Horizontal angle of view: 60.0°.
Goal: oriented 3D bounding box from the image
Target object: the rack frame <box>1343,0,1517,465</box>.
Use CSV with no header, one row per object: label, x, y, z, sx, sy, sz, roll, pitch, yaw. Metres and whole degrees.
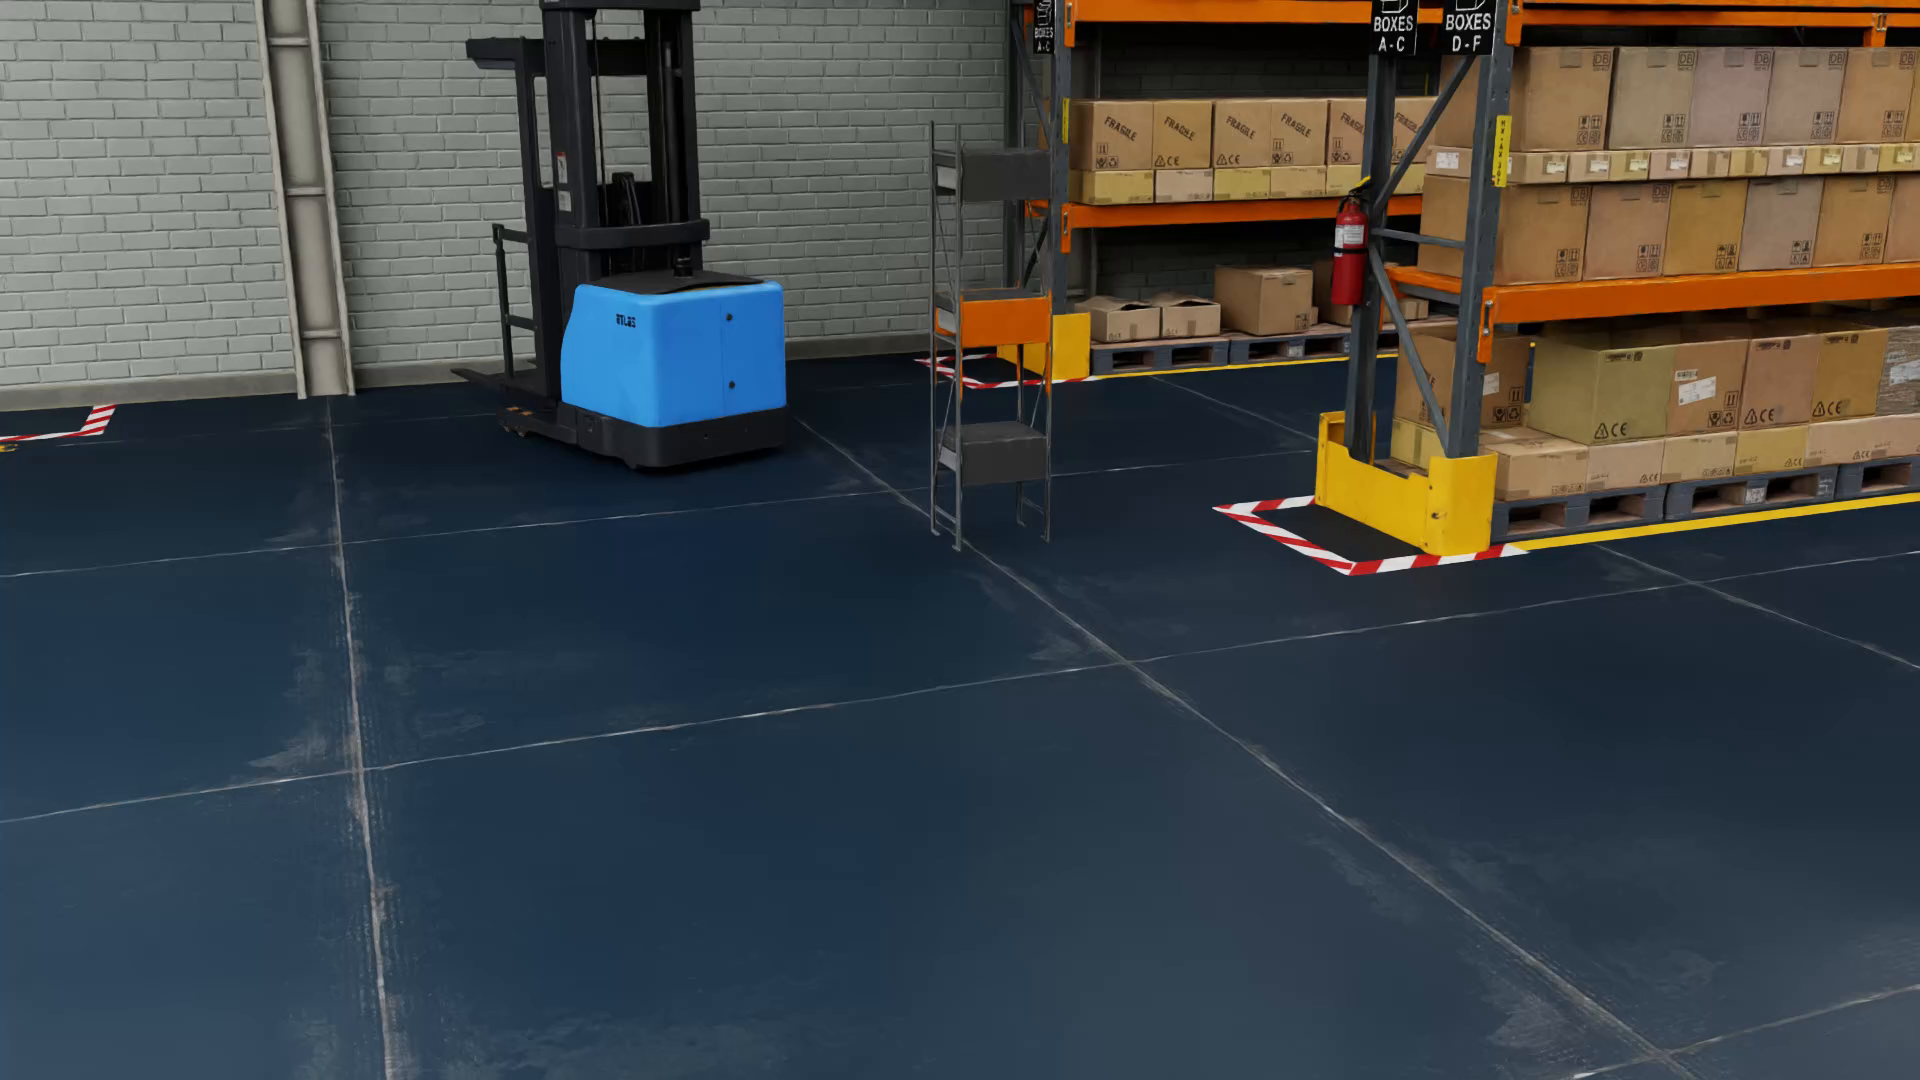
rack frame,2.359,-1.525,8.469,0.127,3.000,1.000,-6,17,-20

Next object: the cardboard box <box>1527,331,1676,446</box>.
cardboard box,3.406,-0.814,8.850,0.500,0.500,0.500,-6,17,-20

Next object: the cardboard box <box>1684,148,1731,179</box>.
cardboard box,3.766,-1.972,8.661,0.250,0.149,0.380,-7,18,-22

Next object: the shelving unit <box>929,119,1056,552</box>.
shelving unit,0.155,-1.024,8.359,0.503,2.100,0.431,-6,17,-20

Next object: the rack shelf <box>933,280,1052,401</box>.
rack shelf,0.155,-1.011,8.363,0.480,0.518,0.431,-6,17,-20

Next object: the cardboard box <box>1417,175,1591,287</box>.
cardboard box,2.800,-1.617,8.604,0.500,0.500,0.700,-6,17,-20

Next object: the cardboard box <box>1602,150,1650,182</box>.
cardboard box,3.281,-1.920,8.483,0.250,0.149,0.380,-6,17,-20

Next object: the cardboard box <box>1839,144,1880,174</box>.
cardboard box,4.731,-2.076,9.017,0.250,0.149,0.380,-6,17,-18

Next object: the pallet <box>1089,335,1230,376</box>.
pallet,1.425,-1.571,13.572,1.213,0.211,1.003,-6,17,-20

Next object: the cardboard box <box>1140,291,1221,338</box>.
cardboard box,1.794,-1.853,13.575,0.500,0.311,0.500,-5,17,-15

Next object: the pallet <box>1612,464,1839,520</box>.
pallet,4.196,-0.398,9.577,1.213,0.211,1.003,-6,17,-20

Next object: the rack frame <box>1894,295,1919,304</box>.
rack frame,6.094,-1.929,9.842,0.127,3.000,1.000,-6,17,-20

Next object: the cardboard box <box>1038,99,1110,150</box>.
cardboard box,0.947,-3.229,13.171,0.500,0.500,0.500,-6,18,-21

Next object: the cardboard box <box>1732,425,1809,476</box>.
cardboard box,4.341,-0.554,9.295,0.500,0.250,0.500,-6,17,-20

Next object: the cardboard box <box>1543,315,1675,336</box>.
cardboard box,3.682,-1.004,9.499,0.500,0.500,0.500,-6,17,-20

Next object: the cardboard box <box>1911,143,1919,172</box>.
cardboard box,5.197,-2.126,9.185,0.250,0.149,0.380,-6,17,-20

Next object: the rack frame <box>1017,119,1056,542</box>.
rack frame,0.382,-1.049,8.443,0.015,2.100,0.400,-6,17,-20

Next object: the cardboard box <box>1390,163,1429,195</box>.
cardboard box,3.516,-2.994,13.700,0.500,0.250,0.500,-6,17,-20

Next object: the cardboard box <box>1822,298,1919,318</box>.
cardboard box,5.549,-1.206,10.186,0.500,0.500,0.500,-6,17,-20

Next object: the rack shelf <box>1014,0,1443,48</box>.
rack shelf,2.451,-4.124,13.271,4.000,0.370,1.077,-6,17,-20

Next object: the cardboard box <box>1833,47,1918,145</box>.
cardboard box,4.743,-2.451,9.141,0.500,0.500,0.700,-6,17,-20

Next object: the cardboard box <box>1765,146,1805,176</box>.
cardboard box,4.238,-2.022,8.832,0.250,0.149,0.380,-6,17,-20

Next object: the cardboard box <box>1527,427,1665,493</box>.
cardboard box,3.405,-0.454,8.957,0.500,0.250,0.500,-6,17,-20

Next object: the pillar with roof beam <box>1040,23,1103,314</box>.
pillar with roof beam,2.468,-4.872,9.219,0.400,9.000,9.100,-6,17,-20

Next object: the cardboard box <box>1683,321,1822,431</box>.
cardboard box,4.341,-0.913,9.189,0.500,0.500,0.500,-6,17,-20

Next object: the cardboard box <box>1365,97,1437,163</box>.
cardboard box,3.523,-3.348,13.576,0.500,0.500,0.500,-6,17,-20

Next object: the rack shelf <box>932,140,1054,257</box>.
rack shelf,0.155,-1.683,8.166,0.480,0.518,0.431,-6,17,-20

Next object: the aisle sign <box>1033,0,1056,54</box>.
aisle sign,0.623,-3.989,12.246,0.004,0.787,0.394,-6,17,-20

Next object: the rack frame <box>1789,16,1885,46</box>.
rack frame,8.053,-3.635,15.652,0.127,3.000,1.000,-6,17,-20

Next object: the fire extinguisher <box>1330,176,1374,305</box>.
fire extinguisher,2.082,-1.599,8.855,0.183,0.674,0.296,-6,17,-20

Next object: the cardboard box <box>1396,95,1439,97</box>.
cardboard box,3.805,-3.537,14.218,0.500,0.500,0.500,-7,18,-21

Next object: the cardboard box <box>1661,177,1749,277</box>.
cardboard box,3.754,-1.720,8.953,0.500,0.500,0.700,-6,17,-20

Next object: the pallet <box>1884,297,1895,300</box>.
pallet,8.816,-2.357,16.249,1.213,0.211,1.003,-6,17,-20

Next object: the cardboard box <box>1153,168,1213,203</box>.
cardboard box,1.632,-2.788,12.998,0.500,0.250,0.500,-7,18,-22

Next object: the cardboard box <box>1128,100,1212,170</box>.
cardboard box,1.601,-3.142,12.874,0.500,0.500,0.500,-6,17,-20

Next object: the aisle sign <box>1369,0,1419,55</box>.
aisle sign,2.193,-2.843,8.343,0.004,0.787,0.394,-6,17,-20

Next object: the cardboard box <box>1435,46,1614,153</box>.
cardboard box,2.849,-2.245,8.439,0.500,0.500,0.700,-6,17,-20

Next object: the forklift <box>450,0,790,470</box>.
forklift,-2.422,-2.168,10.780,1.130,2.935,3.031,-14,22,-40

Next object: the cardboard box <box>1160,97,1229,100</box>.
cardboard box,1.902,-3.331,13.516,0.500,0.500,0.500,-7,18,-22

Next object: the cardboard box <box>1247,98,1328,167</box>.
cardboard box,2.564,-3.248,13.234,0.500,0.500,0.500,-6,17,-18

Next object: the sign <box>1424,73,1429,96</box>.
sign,4.116,-3.933,14.612,0.005,0.325,0.100,-6,17,-20

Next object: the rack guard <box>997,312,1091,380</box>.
rack guard,0.654,-1.637,13.284,0.348,0.500,1.175,-6,17,-20

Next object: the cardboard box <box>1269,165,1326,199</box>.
cardboard box,2.583,-2.888,13.339,0.500,0.250,0.500,-6,17,-20

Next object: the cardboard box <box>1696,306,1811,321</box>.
cardboard box,4.615,-1.105,9.843,0.500,0.500,0.500,-6,17,-20

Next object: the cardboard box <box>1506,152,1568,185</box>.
cardboard box,2.802,-1.867,8.305,0.250,0.149,0.380,-6,18,-20

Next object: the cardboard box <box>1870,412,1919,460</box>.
cardboard box,5.269,-0.659,9.653,0.500,0.250,0.500,-6,17,-20

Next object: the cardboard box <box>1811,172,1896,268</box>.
cardboard box,4.722,-1.826,9.314,0.500,0.500,0.700,-6,17,-19

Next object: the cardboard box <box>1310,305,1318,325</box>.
cardboard box,2.817,-1.919,14.088,0.250,0.149,0.380,-8,18,-25

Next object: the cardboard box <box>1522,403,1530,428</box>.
cardboard box,3.217,-0.593,9.428,0.500,0.250,0.500,-6,17,-20

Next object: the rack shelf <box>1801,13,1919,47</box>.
rack shelf,9.921,-4.931,16.018,4.000,0.370,1.077,-6,17,-20

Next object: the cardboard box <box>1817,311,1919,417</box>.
cardboard box,5.268,-1.019,9.548,0.500,0.500,0.500,-6,17,-20

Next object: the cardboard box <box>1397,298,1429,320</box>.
cardboard box,3.829,-2.021,14.406,0.250,0.166,0.380,-9,18,-27

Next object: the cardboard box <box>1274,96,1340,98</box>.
cardboard box,2.853,-3.437,13.877,0.500,0.500,0.500,-6,17,-19

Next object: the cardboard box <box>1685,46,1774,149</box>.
cardboard box,3.809,-2.350,8.798,0.500,0.500,0.700,-6,17,-20

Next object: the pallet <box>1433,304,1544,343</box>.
pallet,5.045,-1.973,14.941,1.213,0.211,1.003,-6,17,-20

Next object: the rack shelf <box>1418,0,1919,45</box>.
rack shelf,4.227,-2.821,8.834,4.000,0.370,1.077,-6,17,-20
